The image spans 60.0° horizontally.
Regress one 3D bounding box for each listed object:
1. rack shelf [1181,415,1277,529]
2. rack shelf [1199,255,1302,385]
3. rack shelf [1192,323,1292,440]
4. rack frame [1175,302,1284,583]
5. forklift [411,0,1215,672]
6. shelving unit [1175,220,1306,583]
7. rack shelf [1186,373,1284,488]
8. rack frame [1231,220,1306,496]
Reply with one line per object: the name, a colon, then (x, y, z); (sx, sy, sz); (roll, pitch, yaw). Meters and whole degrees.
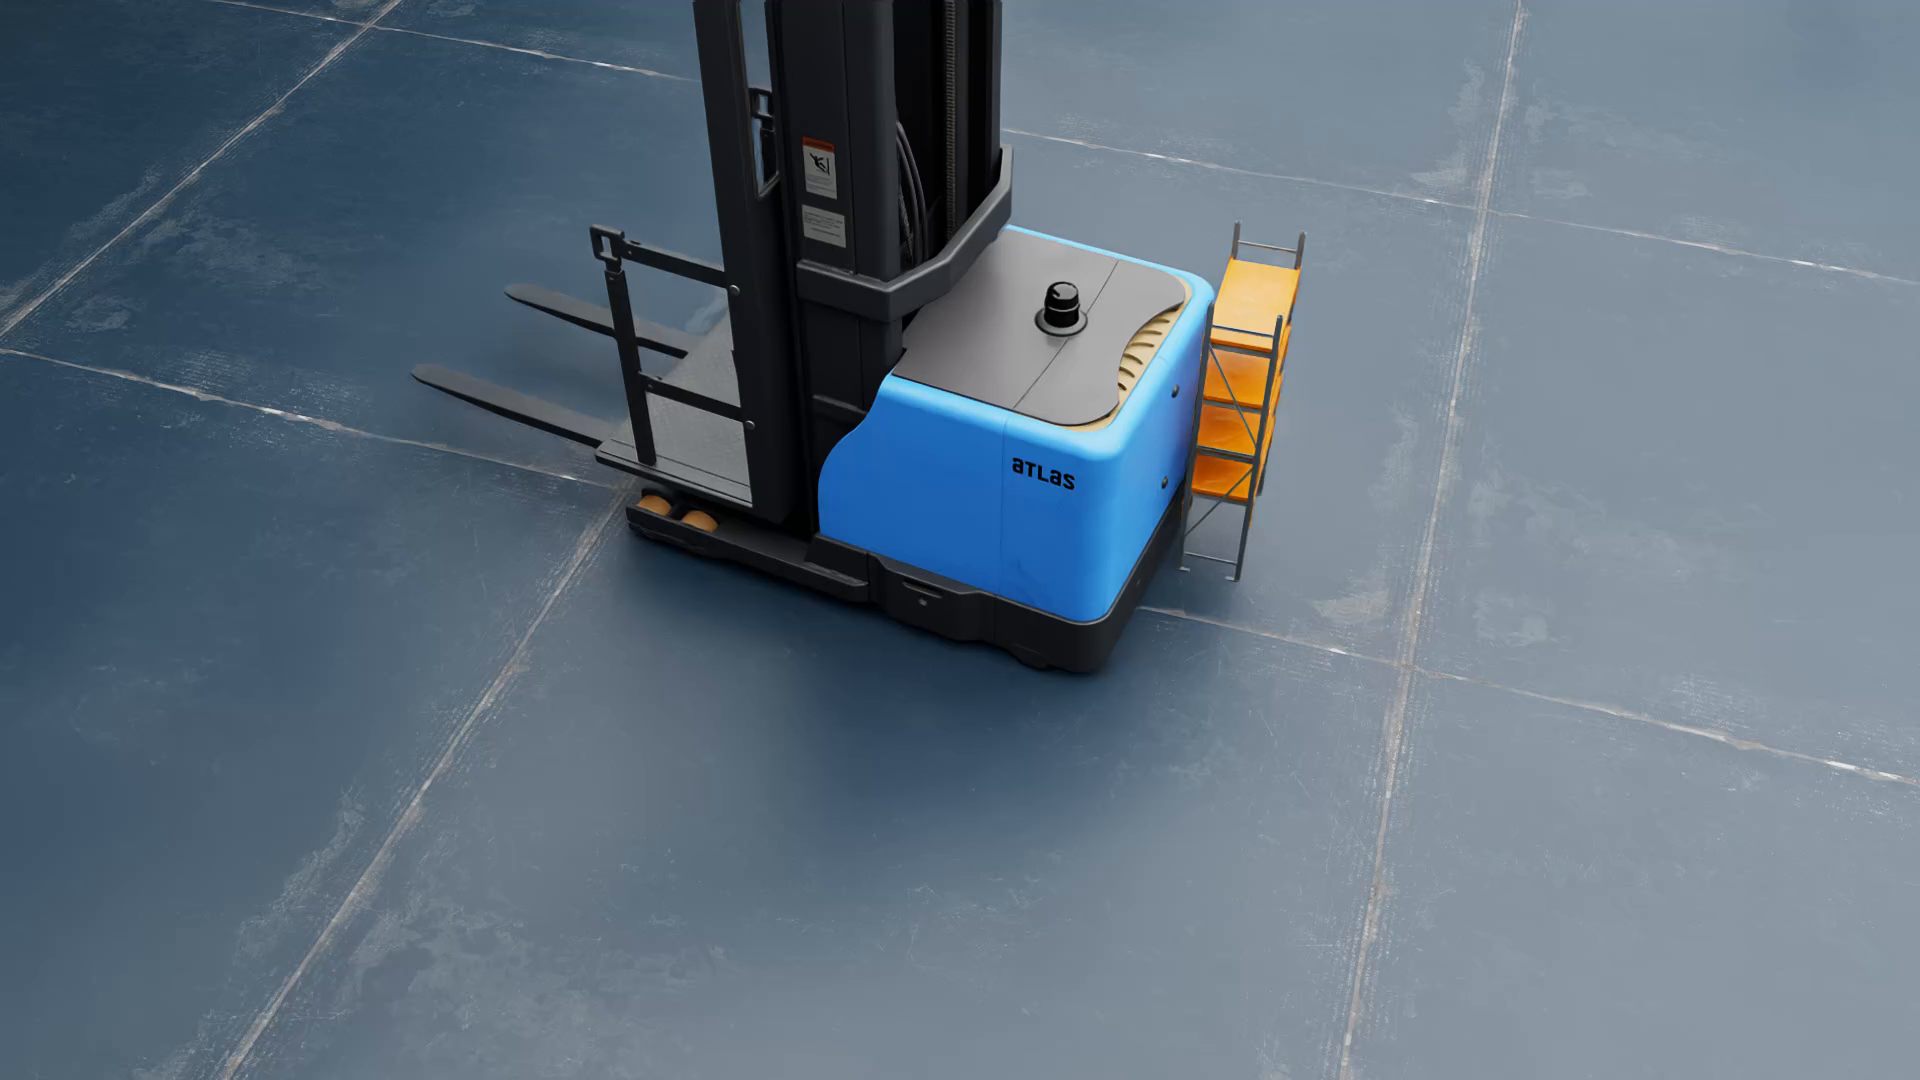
rack shelf: (0.980, -0.274, 6.052); (0.258, 0.148, 0.480); (12, 46, 12)
rack shelf: (0.979, -0.745, 5.591); (0.258, 0.148, 0.480); (12, 46, 12)
rack shelf: (0.979, -0.576, 5.756); (0.258, 0.148, 0.480); (12, 46, 12)
rack frame: (0.909, -0.301, 5.699); (0.240, 1.200, 0.015); (12, 46, 12)
forklift: (-0.678, -1.306, 5.489); (3.031, 2.935, 1.130); (18, 47, 18)
shelving unit: (0.980, -0.464, 5.866); (0.258, 1.200, 0.503); (12, 46, 12)
rack shelf: (0.980, -0.416, 5.913); (0.258, 0.148, 0.480); (12, 46, 12)
rack frame: (1.051, -0.627, 6.033); (0.240, 1.200, 0.015); (12, 46, 12)
